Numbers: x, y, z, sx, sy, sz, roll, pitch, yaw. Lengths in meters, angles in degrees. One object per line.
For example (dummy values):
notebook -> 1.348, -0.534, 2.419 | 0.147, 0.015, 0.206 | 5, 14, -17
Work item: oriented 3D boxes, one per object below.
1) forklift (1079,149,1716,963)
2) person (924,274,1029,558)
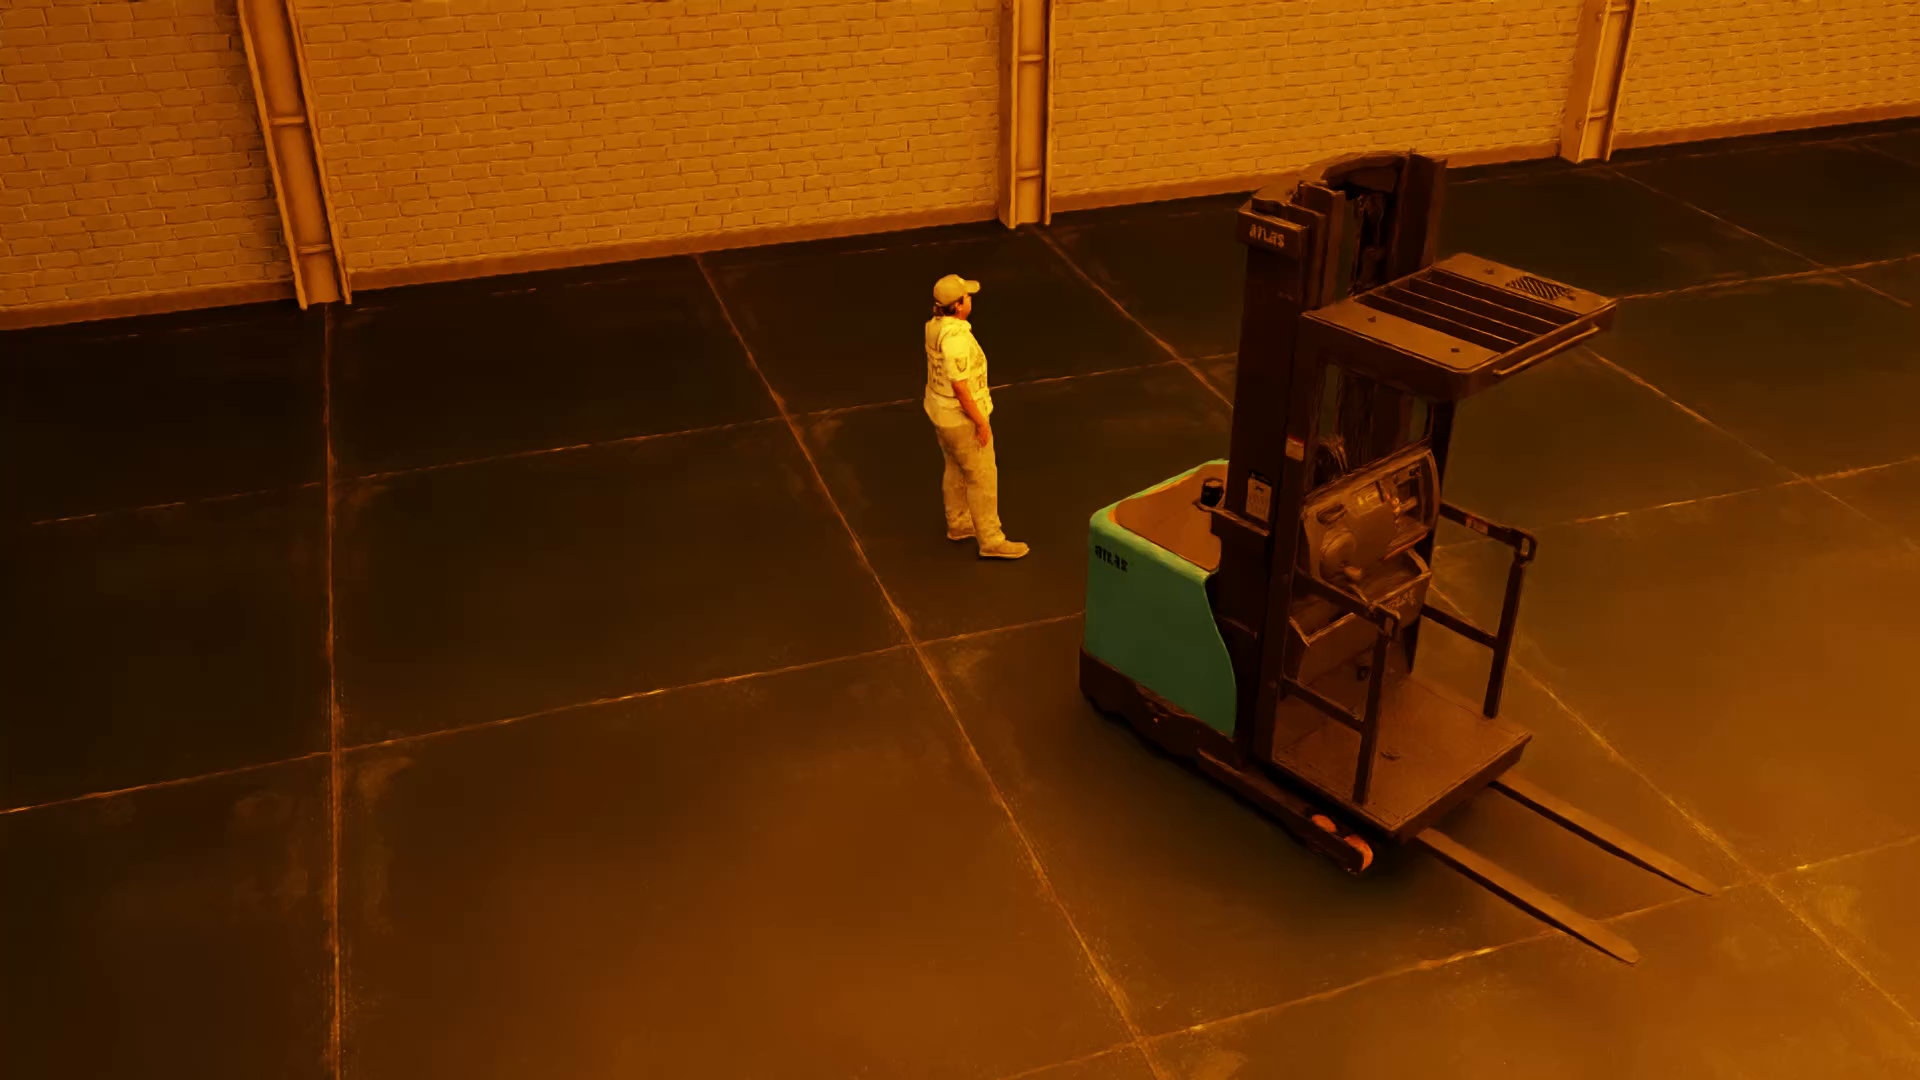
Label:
forklift -> 1.956, -0.068, 7.205 | 1.130, 2.935, 3.031 | -23, 37, -34
person -> 0.080, -0.730, 9.609 | 0.529, 1.669, 0.598 | -10, 31, -16
